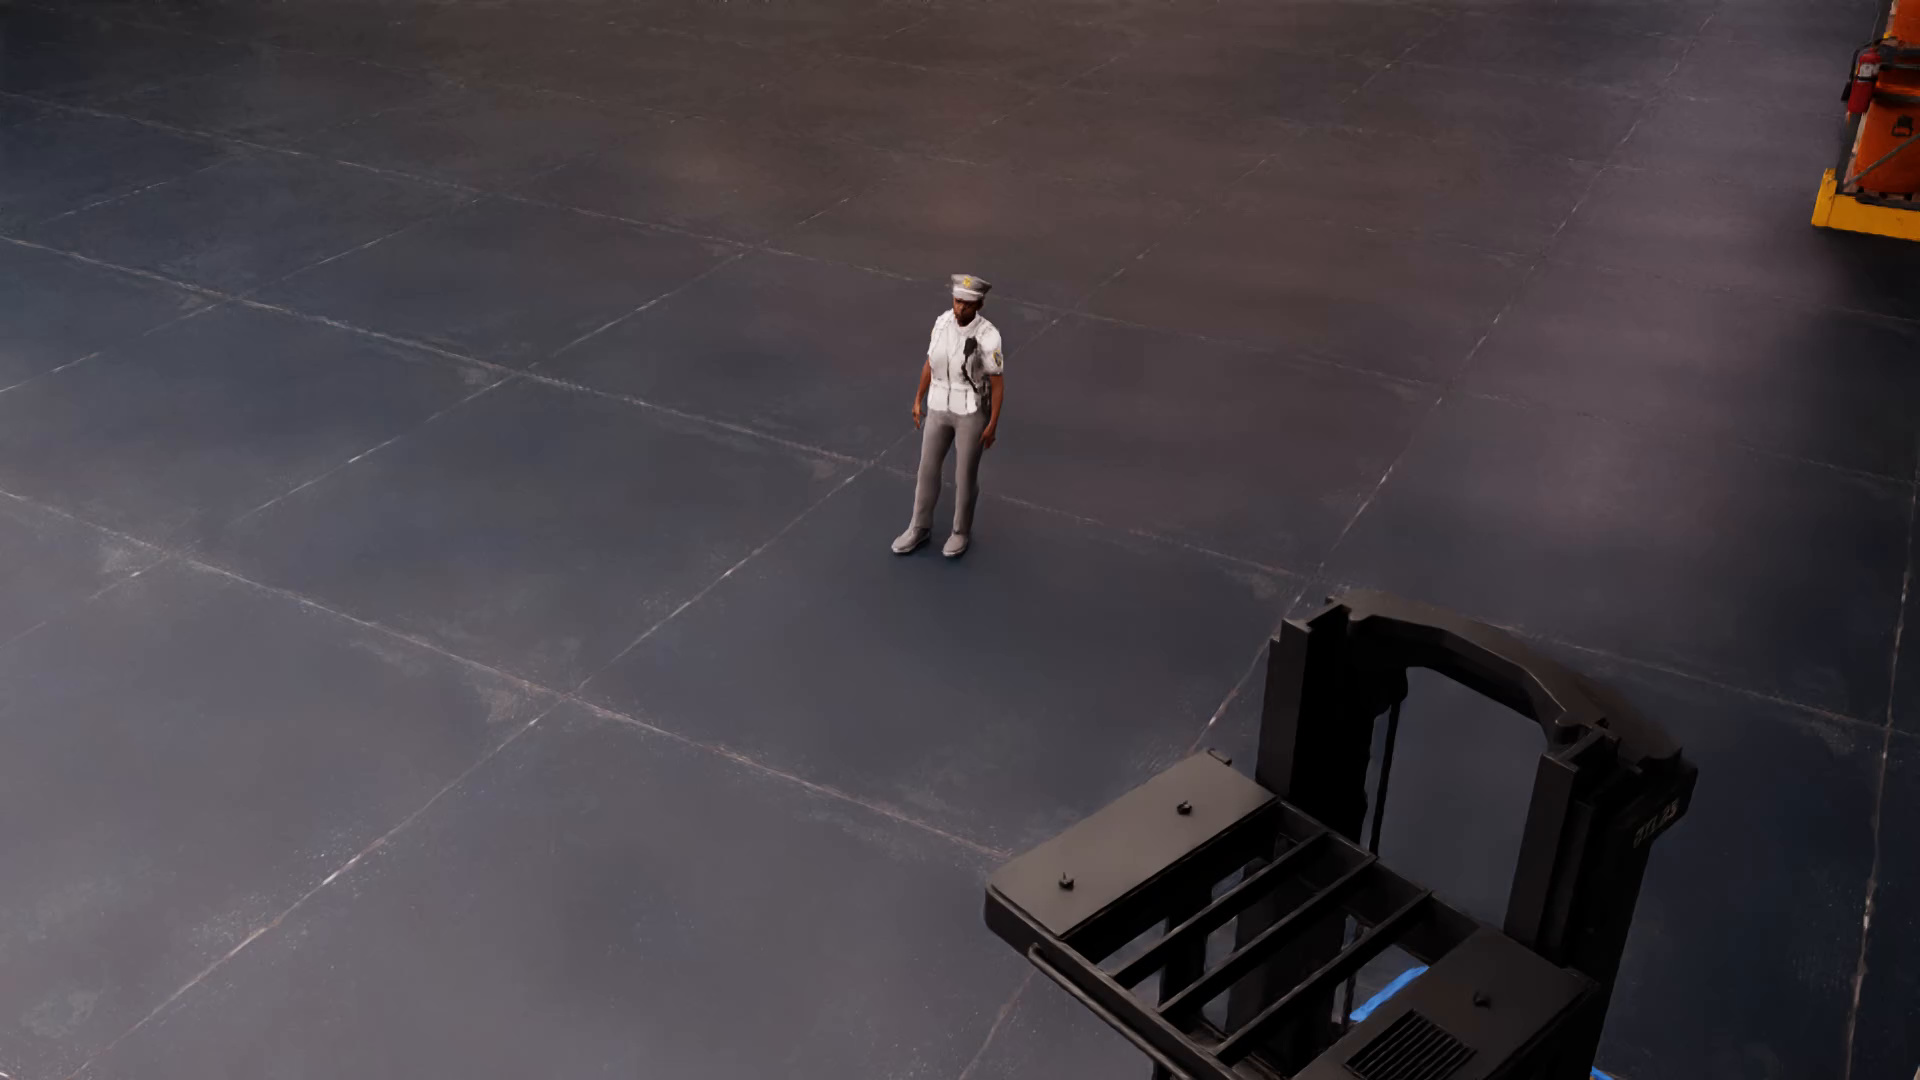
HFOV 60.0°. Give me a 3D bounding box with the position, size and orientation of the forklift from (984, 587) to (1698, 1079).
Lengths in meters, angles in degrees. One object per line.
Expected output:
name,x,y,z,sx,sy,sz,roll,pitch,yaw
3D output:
forklift,0.738,1.702,4.122,3.031,2.935,1.130,-24,37,-35

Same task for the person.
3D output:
person,-0.054,-0.711,9.527,0.570,1.693,0.529,15,33,25
